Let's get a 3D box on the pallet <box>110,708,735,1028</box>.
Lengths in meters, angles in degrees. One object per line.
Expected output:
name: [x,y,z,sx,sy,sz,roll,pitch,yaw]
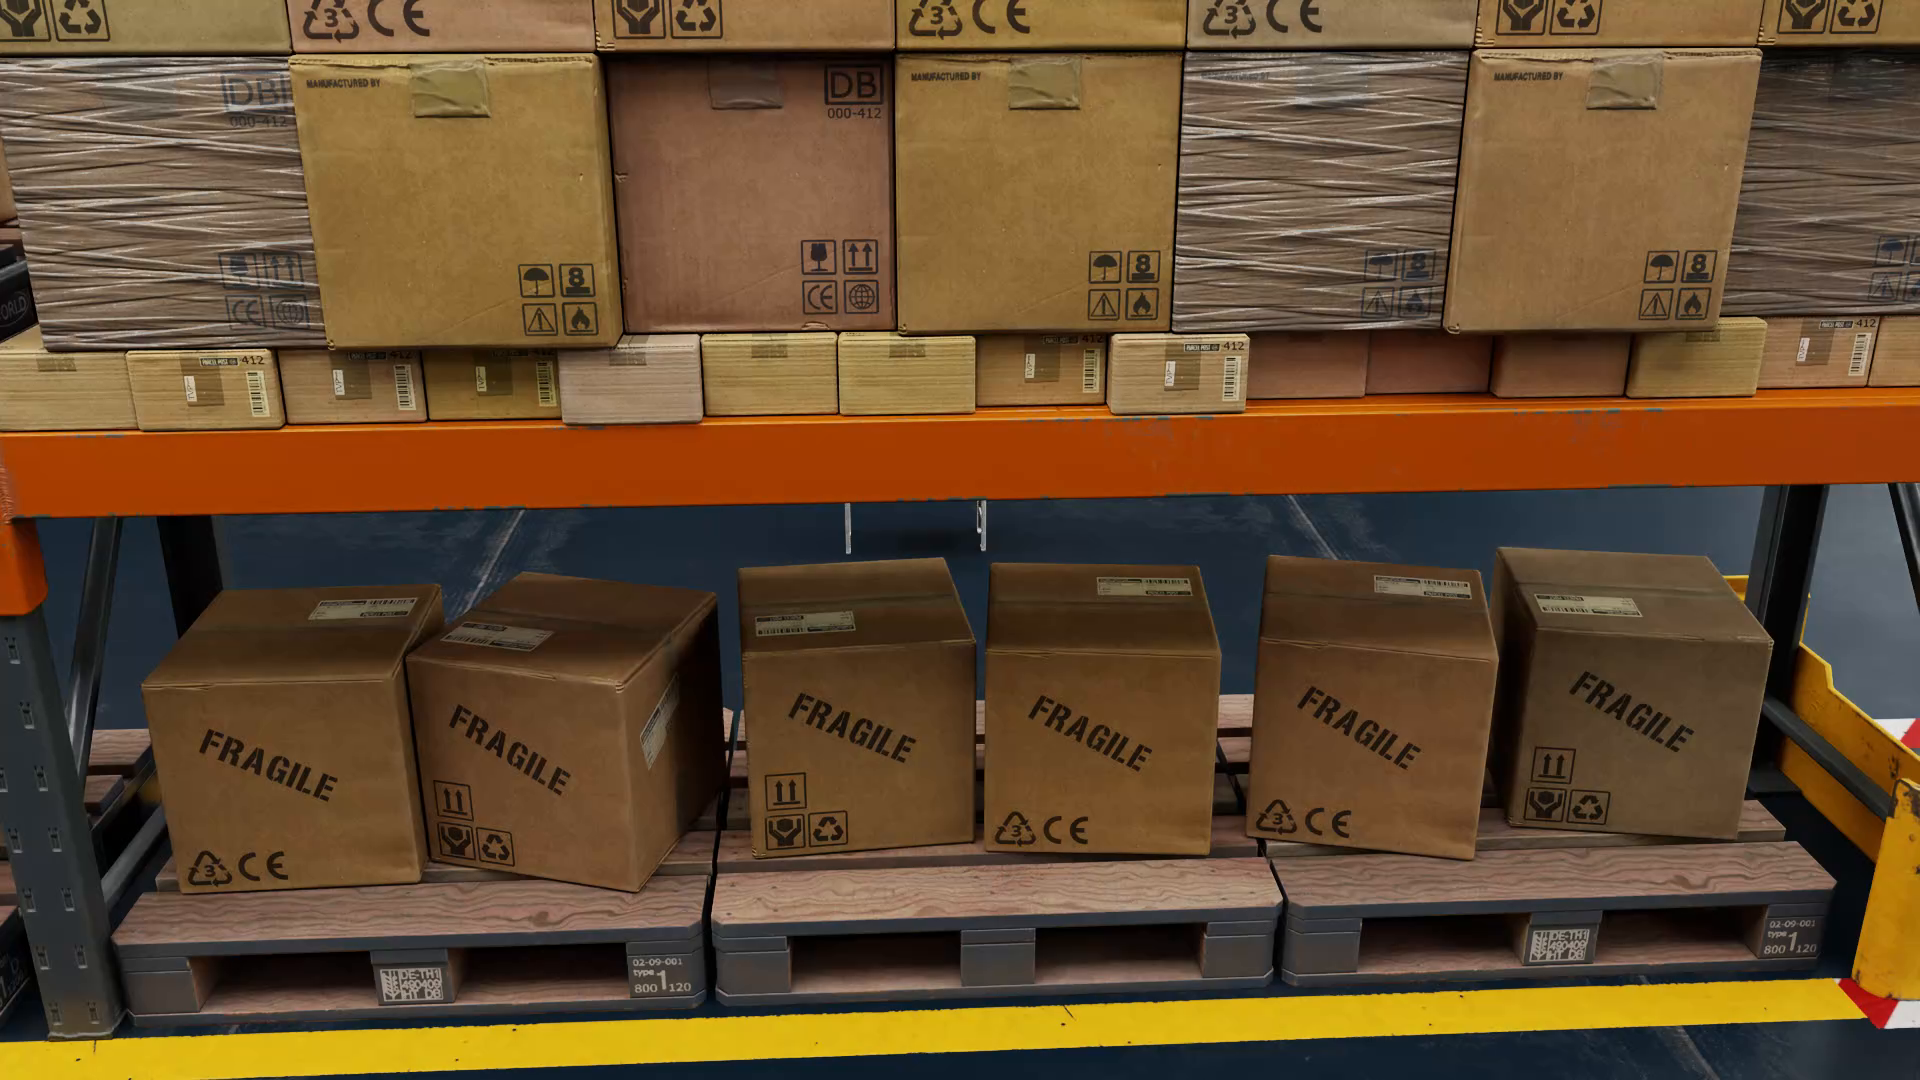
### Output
pallet: [-1.167,0.727,3.914,1.213,0.211,1.003,-1,21,-3]

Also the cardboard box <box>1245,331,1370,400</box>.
cardboard box: [0.638,-0.403,3.318,0.250,0.149,0.380,-1,21,-3]

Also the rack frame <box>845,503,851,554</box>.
rack frame: [-0.409,-0.552,5.886,0.015,1.200,0.240,-1,21,-3]

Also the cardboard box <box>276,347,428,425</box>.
cardboard box: [-1.106,-0.345,3.165,0.250,0.149,0.380,-1,21,-3]

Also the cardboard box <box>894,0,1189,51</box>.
cardboard box: [0.125,-1.156,2.979,0.500,0.500,0.500,-1,21,-3]

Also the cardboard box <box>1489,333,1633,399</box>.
cardboard box: [1.138,-0.407,3.327,0.250,0.149,0.380,-1,21,-3]

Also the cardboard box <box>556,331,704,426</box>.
cardboard box: [-0.605,-0.344,3.162,0.250,0.149,0.380,-1,21,-3]

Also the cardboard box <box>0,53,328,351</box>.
cardboard box: [-1.383,-0.723,3.245,0.500,0.500,0.875,-1,21,-3]

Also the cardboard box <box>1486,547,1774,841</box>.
cardboard box: [1.533,0.348,3.915,0.500,0.500,0.500,3,21,7]

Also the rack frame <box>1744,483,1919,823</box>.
rack frame: [2.158,-0.631,3.563,0.127,3.000,1.000,-1,21,-3]

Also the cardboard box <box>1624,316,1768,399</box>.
cardboard box: [1.389,-0.406,3.325,0.250,0.149,0.380,-1,21,-3]

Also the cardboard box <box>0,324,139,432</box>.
cardboard box: [-1.604,-0.330,3.125,0.250,0.149,0.380,-1,21,-3]

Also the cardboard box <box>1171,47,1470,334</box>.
cardboard box: [0.613,-0.768,3.363,0.500,0.500,0.875,-1,21,-3]

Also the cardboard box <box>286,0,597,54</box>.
cardboard box: [-0.873,-1.132,2.916,0.500,0.500,0.500,-1,21,-3]

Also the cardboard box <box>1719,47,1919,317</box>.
cardboard box: [1.607,-0.815,3.488,0.500,0.500,0.875,-1,21,-3]

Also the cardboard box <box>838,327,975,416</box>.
cardboard box: [-0.107,-0.365,3.217,0.250,0.149,0.380,-1,21,-3]

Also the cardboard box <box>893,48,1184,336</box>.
cardboard box: [0.113,-0.762,3.348,0.500,0.500,0.875,-1,21,-3]

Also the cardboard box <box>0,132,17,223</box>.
cardboard box: [-2.637,-1.060,3.256,1.000,1.000,1.000,-1,21,-3]

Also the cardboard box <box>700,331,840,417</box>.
cardboard box: [-0.357,-0.364,3.214,0.250,0.149,0.380,-1,21,-3]

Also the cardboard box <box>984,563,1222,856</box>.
cardboard box: [0.312,0.378,3.835,0.500,0.500,0.500,1,21,2]

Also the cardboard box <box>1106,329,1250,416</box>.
cardboard box: [0.393,-0.367,3.222,0.250,0.149,0.380,-1,21,-3]

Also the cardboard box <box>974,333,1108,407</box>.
cardboard box: [0.140,-0.386,3.273,0.250,0.149,0.380,-1,21,-3]

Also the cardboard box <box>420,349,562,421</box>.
cardboard box: [-0.856,-0.354,3.187,0.250,0.149,0.380,-1,21,-3]

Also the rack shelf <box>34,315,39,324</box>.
rack shelf: [-3.832,-0.173,3.371,4.000,0.370,1.077,-1,21,-3]

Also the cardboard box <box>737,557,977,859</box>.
cardboard box: [-0.247,0.373,3.847,0.500,0.500,0.500,-3,21,-8]

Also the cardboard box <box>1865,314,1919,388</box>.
cardboard box: [1.885,-0.435,3.400,0.250,0.149,0.380,-1,21,-3]

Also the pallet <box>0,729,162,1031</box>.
pallet: [-2.613,0.770,3.803,1.213,0.211,1.003,-1,21,-3]

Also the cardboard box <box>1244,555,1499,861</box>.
cardboard box: [0.939,0.372,3.851,0.500,0.500,0.500,4,21,11]

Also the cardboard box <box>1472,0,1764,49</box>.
cardboard box: [1.124,-1.173,3.022,0.500,0.500,0.500,-1,21,-3]

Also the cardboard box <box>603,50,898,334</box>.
cardboard box: [-0.388,-0.766,3.359,0.500,0.500,0.875,-1,21,-3]

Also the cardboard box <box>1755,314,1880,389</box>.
cardboard box: [1.635,-0.430,3.387,0.250,0.149,0.380,-1,21,-3]

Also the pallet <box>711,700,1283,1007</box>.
pallet: [0.054,0.701,3.982,1.213,0.211,1.003,-1,21,-3]

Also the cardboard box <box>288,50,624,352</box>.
cardboard box: [-0.882,-0.720,3.239,0.500,0.500,0.875,-1,21,-3]

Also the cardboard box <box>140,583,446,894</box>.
cardboard box: [-1.434,0.428,3.703,0.500,0.500,0.500,-2,21,-5]

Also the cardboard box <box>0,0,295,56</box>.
cardboard box: [-1.372,-1.122,2.888,0.500,0.500,0.500,-1,21,-3]

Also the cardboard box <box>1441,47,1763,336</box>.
cardboard box: [1.115,-0.763,3.350,0.500,0.500,0.875,-1,21,-3]

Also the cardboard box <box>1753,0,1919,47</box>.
cardboard box: [1.623,-1.185,3.054,0.500,0.500,0.500,-1,21,-3]

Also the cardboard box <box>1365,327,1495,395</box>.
cardboard box: [0.886,-0.416,3.352,0.250,0.149,0.380,-1,21,-3]

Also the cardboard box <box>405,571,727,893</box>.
cardboard box: [-0.863,0.414,3.741,0.500,0.500,0.500,5,22,14]

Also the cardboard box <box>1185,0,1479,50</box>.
cardboard box: [0.625,-1.164,2.998,0.500,0.500,0.500,-1,21,-3]

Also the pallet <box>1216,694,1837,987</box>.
pallet: [1.269,0.678,4.044,1.213,0.211,1.003,-1,21,-3]

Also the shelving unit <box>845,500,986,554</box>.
shelving unit: [-0.165,-0.557,5.899,0.503,1.200,0.258,-1,21,-3]

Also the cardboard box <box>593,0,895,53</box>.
cardboard box: [-0.374,-1.142,2.942,0.500,0.500,0.500,-1,21,-3]

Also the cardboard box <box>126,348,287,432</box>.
cardboard box: [-1.354,-0.330,3.126,0.250,0.149,0.380,-1,21,-3]

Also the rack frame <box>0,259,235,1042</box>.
rack frame: [-1.836,-0.550,3.349,0.127,3.000,1.000,-1,21,-3]

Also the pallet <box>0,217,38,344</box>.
pallet: [-2.607,-0.496,3.478,1.213,0.211,1.003,-1,21,-3]

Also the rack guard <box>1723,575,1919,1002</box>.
rack guard: [2.082,0.539,4.003,0.348,0.500,1.175,-1,21,-3]

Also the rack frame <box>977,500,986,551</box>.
rack frame: [0.078,-0.562,5.912,0.015,1.200,0.240,-1,21,-3]

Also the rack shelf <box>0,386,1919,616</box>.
rack shelf: [0.161,-0.254,3.584,4.000,0.370,1.077,-1,21,-3]
